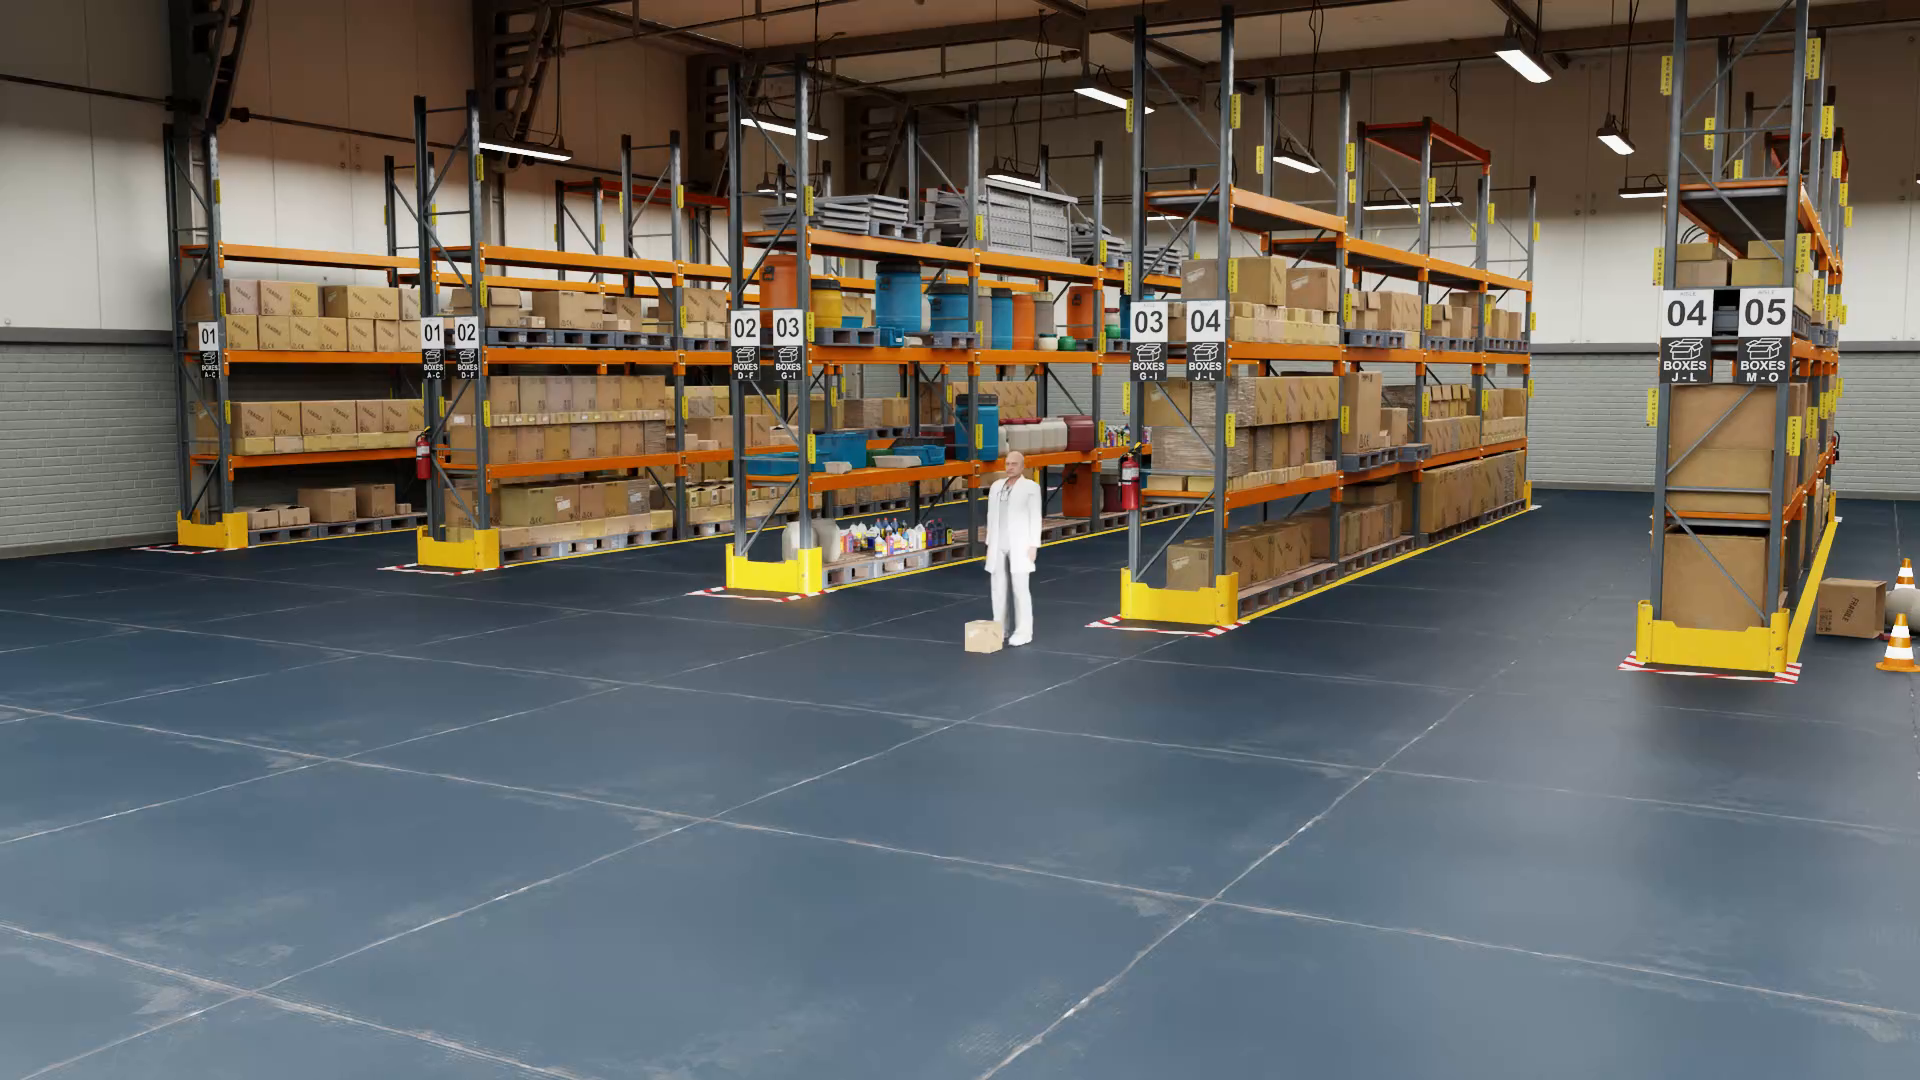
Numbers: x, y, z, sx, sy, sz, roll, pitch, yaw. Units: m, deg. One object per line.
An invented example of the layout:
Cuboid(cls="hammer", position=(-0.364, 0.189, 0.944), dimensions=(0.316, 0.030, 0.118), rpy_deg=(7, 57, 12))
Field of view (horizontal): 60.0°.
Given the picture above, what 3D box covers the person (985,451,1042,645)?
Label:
Cuboid(cls="person", position=(0.484, 0.085, 15.396), dimensions=(0.566, 1.810, 0.442), rpy_deg=(3, 7, 30))
